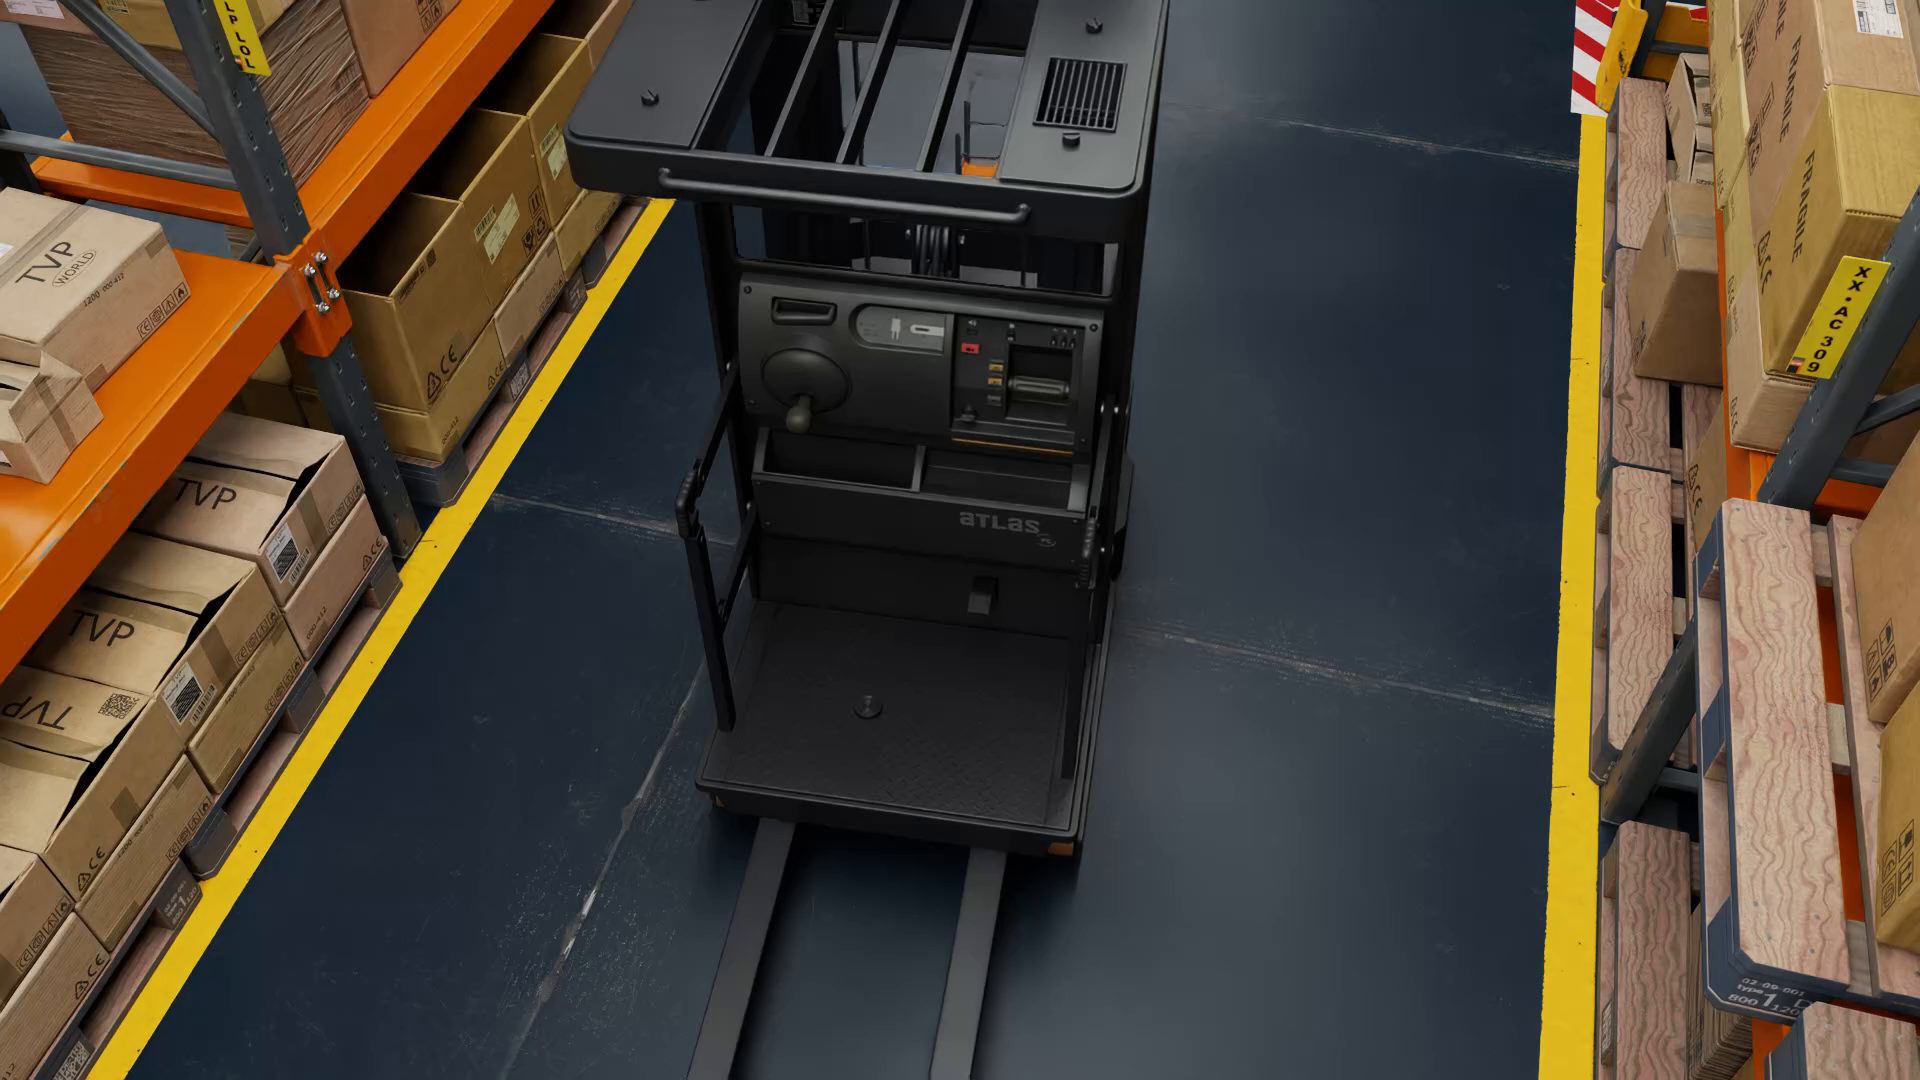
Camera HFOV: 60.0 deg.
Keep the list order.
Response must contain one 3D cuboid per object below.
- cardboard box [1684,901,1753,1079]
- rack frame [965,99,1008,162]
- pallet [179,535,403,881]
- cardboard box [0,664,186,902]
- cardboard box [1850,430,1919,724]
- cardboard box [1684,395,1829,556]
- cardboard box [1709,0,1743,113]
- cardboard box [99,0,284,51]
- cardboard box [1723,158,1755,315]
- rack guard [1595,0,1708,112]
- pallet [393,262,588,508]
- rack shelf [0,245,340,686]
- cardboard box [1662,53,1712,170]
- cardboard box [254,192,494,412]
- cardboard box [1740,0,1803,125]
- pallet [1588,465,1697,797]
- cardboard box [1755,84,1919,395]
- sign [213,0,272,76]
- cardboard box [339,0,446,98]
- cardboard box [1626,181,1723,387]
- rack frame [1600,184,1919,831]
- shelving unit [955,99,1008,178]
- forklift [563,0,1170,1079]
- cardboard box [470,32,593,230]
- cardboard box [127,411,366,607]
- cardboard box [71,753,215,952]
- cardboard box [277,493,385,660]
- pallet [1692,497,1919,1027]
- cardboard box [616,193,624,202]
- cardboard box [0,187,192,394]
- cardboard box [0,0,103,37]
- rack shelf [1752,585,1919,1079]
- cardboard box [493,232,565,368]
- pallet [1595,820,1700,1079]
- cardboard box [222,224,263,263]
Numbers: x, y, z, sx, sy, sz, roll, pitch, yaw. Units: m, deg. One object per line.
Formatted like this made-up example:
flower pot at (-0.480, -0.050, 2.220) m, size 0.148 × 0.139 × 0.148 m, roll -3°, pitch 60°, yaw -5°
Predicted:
cardboard box at (2.245, 1.129, 4.127) m, size 0.700 × 0.500 × 0.500 m, roll 13°, pitch 50°, yaw 11°
rack frame at (0.134, -1.026, 5.855) m, size 0.240 × 1.200 × 0.006 m, roll 7°, pitch 49°, yaw 6°
pallet at (-2.514, 0.400, 5.256) m, size 1.003 × 0.211 × 1.213 m, roll 12°, pitch 50°, yaw 10°
cardboard box at (-2.452, 0.610, 4.391) m, size 0.500 × 0.311 × 0.500 m, roll 11°, pitch 50°, yaw 10°
cardboard box at (2.255, 0.094, 3.306) m, size 0.700 × 0.500 × 0.500 m, roll 12°, pitch 50°, yaw 10°
cardboard box at (2.657, -0.165, 5.269) m, size 0.500 × 0.500 × 0.500 m, roll 8°, pitch 49°, yaw 7°
cardboard box at (2.642, -1.537, 5.193) m, size 0.500 × 0.250 × 0.500 m, roll 12°, pitch 50°, yaw 10°
cardboard box at (-2.100, -1.467, 4.545) m, size 0.380 × 0.149 × 0.250 m, roll 11°, pitch 50°, yaw 10°
cardboard box at (2.394, -0.806, 4.548) m, size 0.500 × 0.250 × 0.500 m, roll 12°, pitch 50°, yaw 10°
rack guard at (3.455, -2.099, 7.269) m, size 1.175 × 0.500 × 0.348 m, roll 12°, pitch 50°, yaw 10°
pallet at (-2.108, -0.707, 6.233) m, size 1.003 × 0.211 × 1.213 m, roll 12°, pitch 50°, yaw 10°
rack shelf at (-2.884, 0.622, 3.681) m, size 1.077 × 0.370 × 4.000 m, roll 12°, pitch 50°, yaw 10°
cardboard box at (3.206, -1.755, 6.798) m, size 0.500 × 0.311 × 0.500 m, roll 7°, pitch 49°, yaw 6°
cardboard box at (-1.934, -0.814, 5.521) m, size 0.500 × 0.500 × 0.500 m, roll 12°, pitch 50°, yaw 10°
cardboard box at (2.517, -1.421, 4.590) m, size 0.500 × 0.500 × 0.500 m, roll 10°, pitch 49°, yaw 9°
pallet at (2.565, 0.342, 5.308) m, size 1.003 × 0.211 × 1.213 m, roll 12°, pitch 50°, yaw 10°
cardboard box at (2.248, -0.696, 3.950) m, size 0.500 × 0.500 × 0.500 m, roll 11°, pitch 50°, yaw 10°
sign at (-1.832, -1.320, 4.195) m, size 0.100 × 0.325 × 0.005 m, roll 12°, pitch 50°, yaw 10°
cardboard box at (-2.114, -1.801, 5.272) m, size 0.700 × 0.500 × 0.500 m, roll 11°, pitch 50°, yaw 10°
cardboard box at (2.815, -0.884, 5.903) m, size 0.700 × 0.500 × 0.500 m, roll 9°, pitch 49°, yaw 8°
rack frame at (2.422, -0.088, 3.827) m, size 1.000 × 3.000 × 0.127 m, roll 12°, pitch 50°, yaw 10°
shelving unit at (0.119, -0.958, 5.795) m, size 0.258 × 1.200 × 0.189 m, roll 7°, pitch 49°, yaw 6°
forklift at (-0.140, -0.336, 4.091) m, size 1.130 × 2.935 × 3.031 m, roll 7°, pitch 49°, yaw 6°
cardboard box at (-1.671, -1.537, 6.160) m, size 0.500 × 0.500 × 0.500 m, roll 12°, pitch 50°, yaw 10°
cardboard box at (-2.188, -0.128, 5.042) m, size 0.500 × 0.311 × 0.500 m, roll 12°, pitch 50°, yaw 10°
cardboard box at (-2.456, 0.801, 4.597) m, size 0.500 × 0.250 × 0.500 m, roll 13°, pitch 50°, yaw 11°
cardboard box at (-2.187, 0.065, 5.246) m, size 0.500 × 0.250 × 0.500 m, roll 11°, pitch 50°, yaw 10°
pallet at (2.081, 0.499, 3.437) m, size 1.003 × 0.211 × 1.213 m, roll 12°, pitch 50°, yaw 10°
cardboard box at (-1.544, -1.652, 6.761) m, size 0.500 × 0.250 × 0.500 m, roll 12°, pitch 50°, yaw 10°
cardboard box at (-2.445, -0.649, 4.422) m, size 0.500 × 0.250 × 0.500 m, roll 14°, pitch 50°, yaw 12°
cardboard box at (-2.493, -1.550, 4.618) m, size 0.380 × 0.149 × 0.250 m, roll 12°, pitch 50°, yaw 10°
rack shelf at (1.896, 1.596, 2.820) m, size 1.077 × 0.370 × 4.000 m, roll 12°, pitch 50°, yaw 10°
cardboard box at (-1.807, -0.928, 6.123) m, size 0.500 × 0.250 × 0.500 m, roll 12°, pitch 50°, yaw 10°
pallet at (2.219, 1.398, 4.375) m, size 1.003 × 0.211 × 1.213 m, roll 12°, pitch 50°, yaw 10°
cardboard box at (-2.304, -1.278, 5.931) m, size 0.500 × 0.500 × 0.500 m, roll 12°, pitch 50°, yaw 10°
